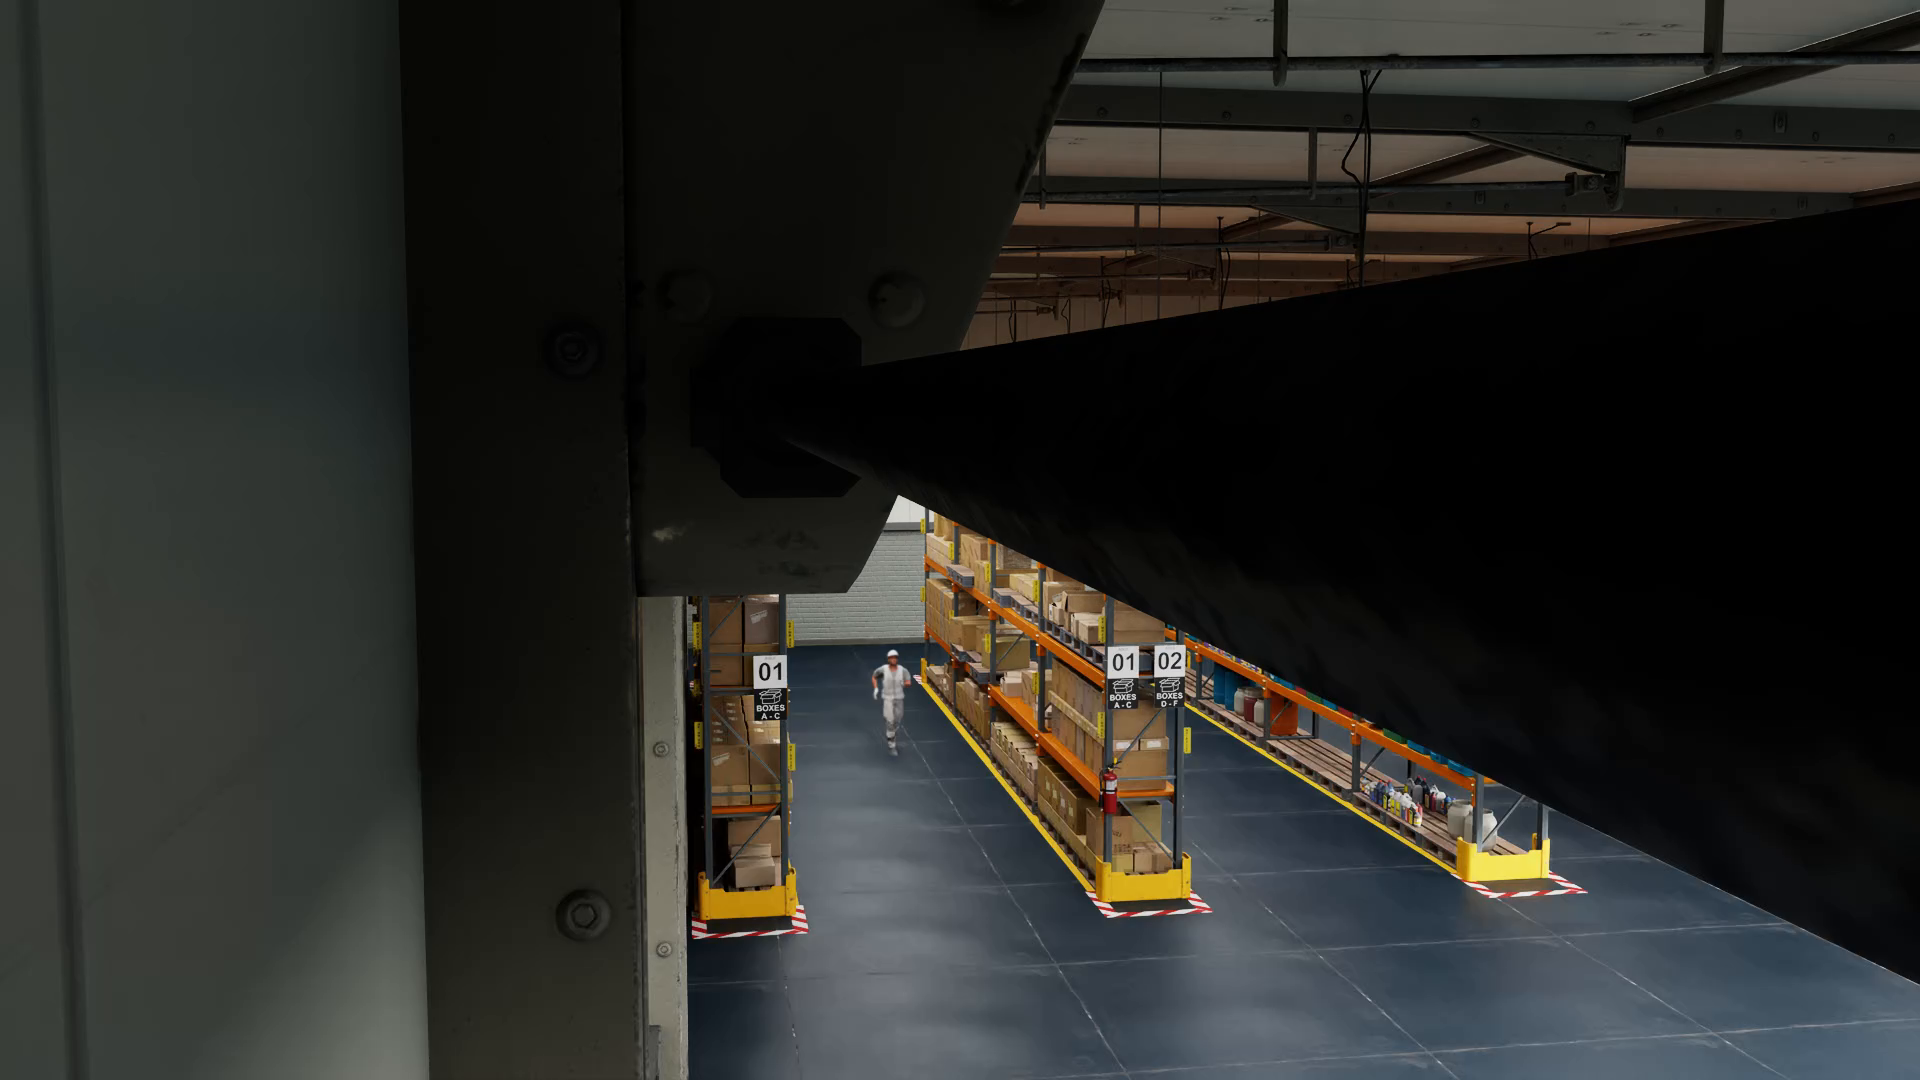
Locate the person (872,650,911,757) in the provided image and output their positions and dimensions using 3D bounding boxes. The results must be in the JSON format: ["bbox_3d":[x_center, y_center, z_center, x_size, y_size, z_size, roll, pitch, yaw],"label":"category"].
[{"bbox_3d":[-1.187,2.836,29.323,0.656,1.814,0.918,-2,5,-18],"label":"person"}]
